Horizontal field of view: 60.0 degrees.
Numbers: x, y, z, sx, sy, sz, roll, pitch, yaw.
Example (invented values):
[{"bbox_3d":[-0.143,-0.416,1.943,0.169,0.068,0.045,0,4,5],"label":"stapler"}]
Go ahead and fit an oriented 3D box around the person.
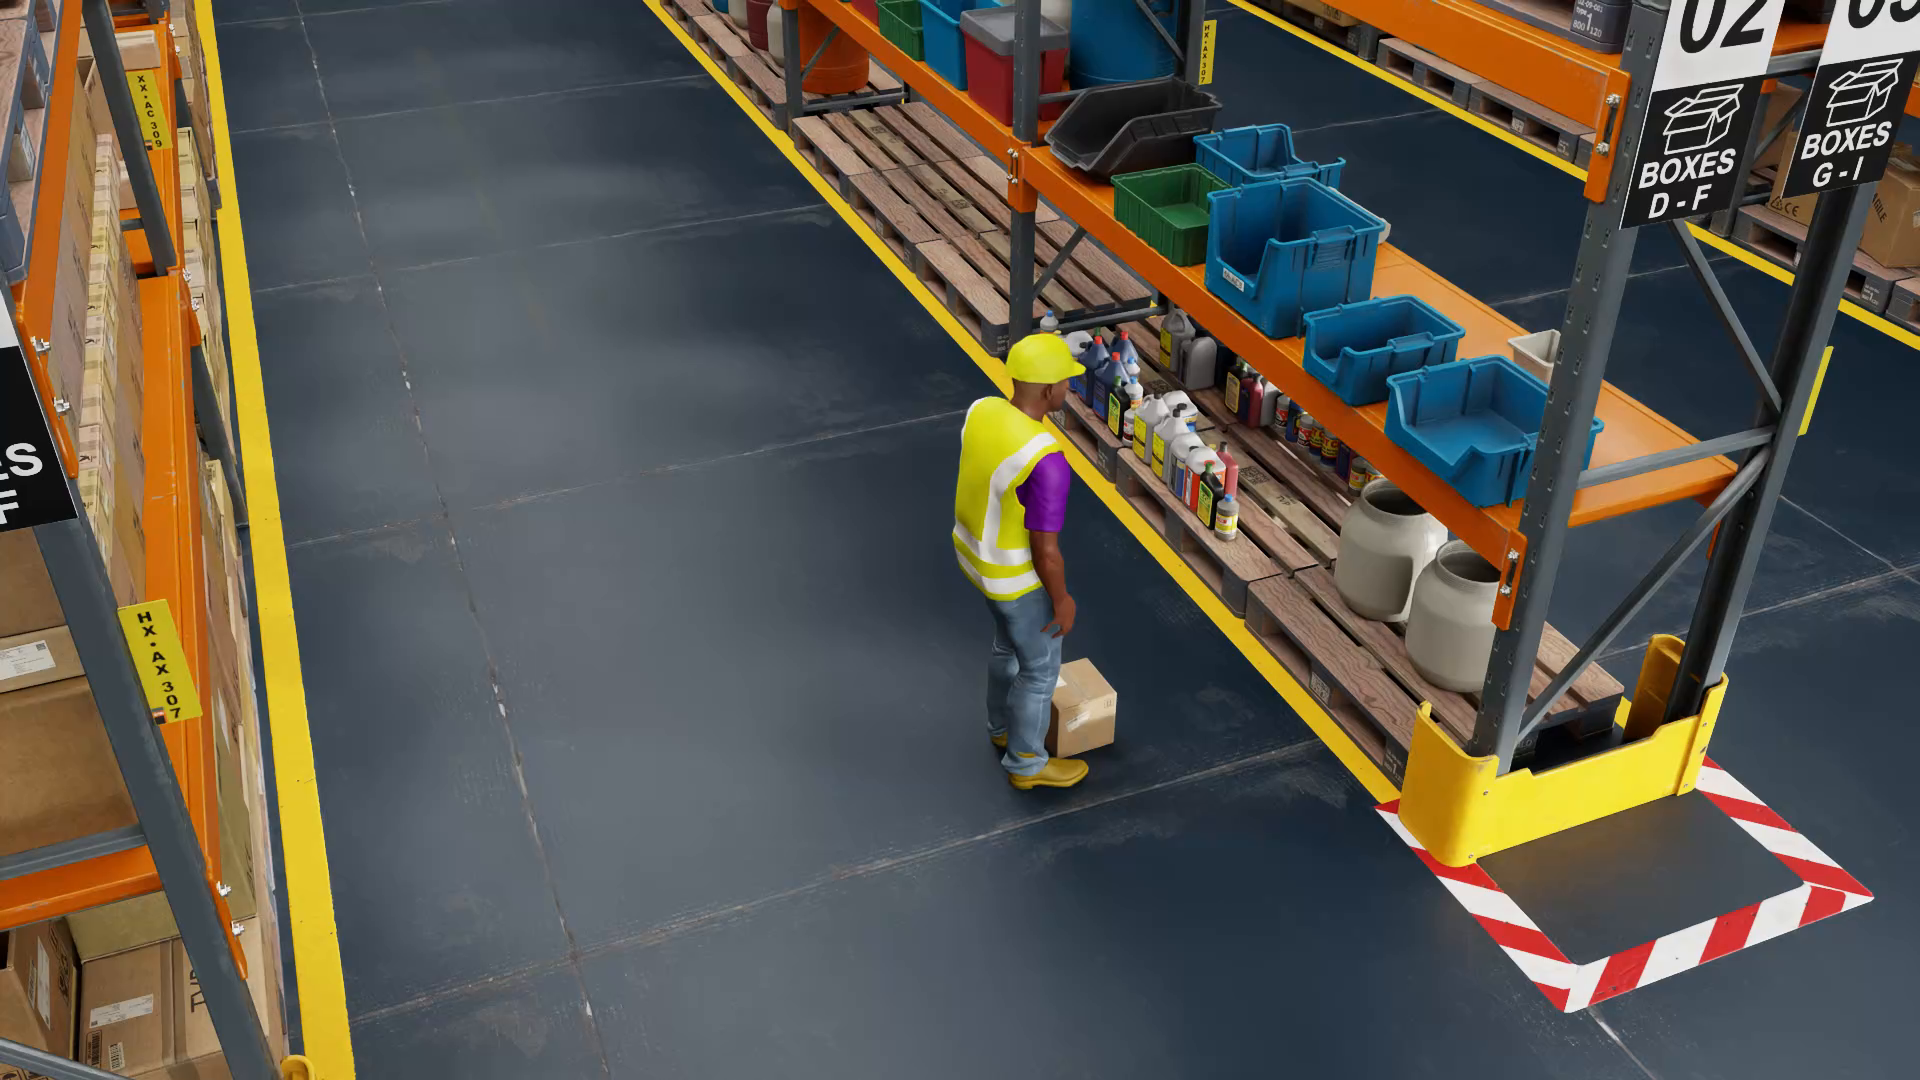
[{"bbox_3d":[0.237,0.080,6.002,0.462,1.761,0.630,-13,36,-19],"label":"person"}]
